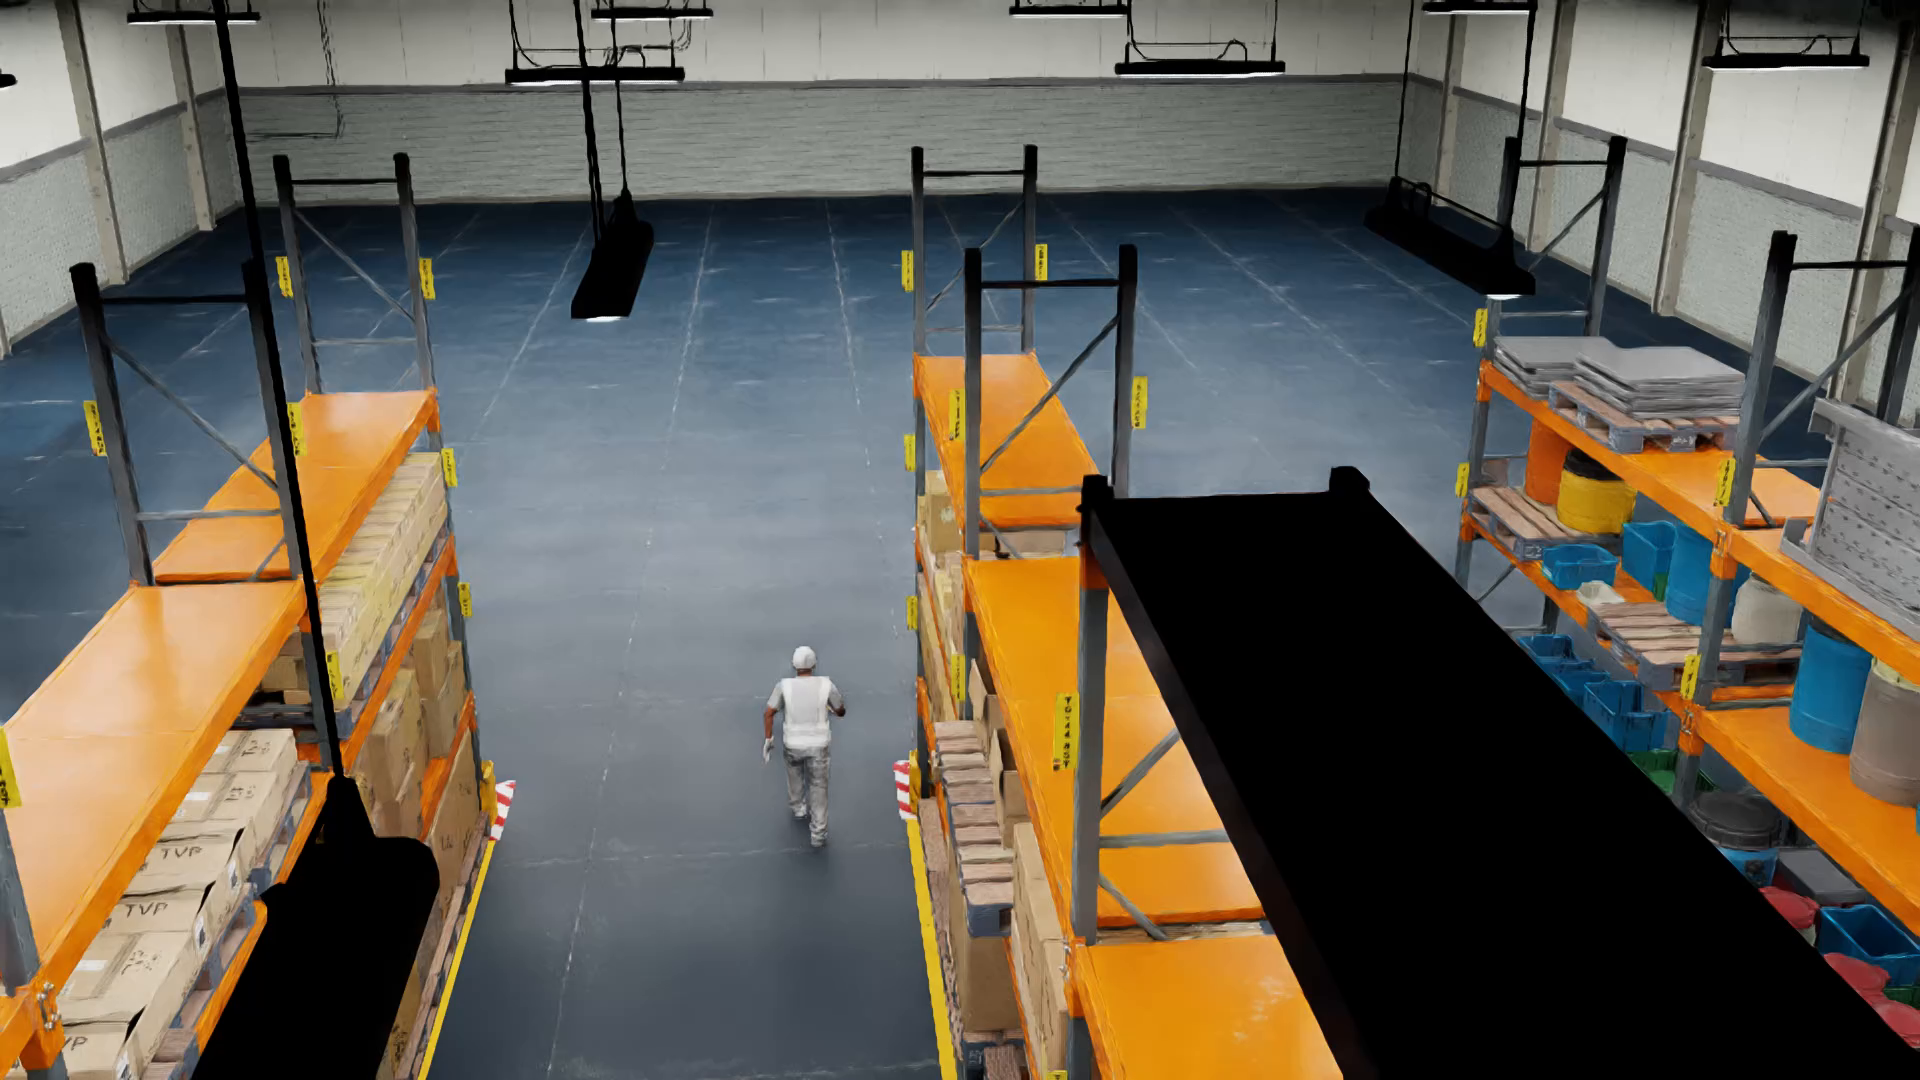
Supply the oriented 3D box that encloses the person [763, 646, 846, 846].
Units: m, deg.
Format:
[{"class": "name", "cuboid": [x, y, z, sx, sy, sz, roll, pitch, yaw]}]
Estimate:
[{"class": "person", "cuboid": [-1.376, 1.747, 14.880, 0.719, 1.708, 0.745, -1, 22, -2]}]
